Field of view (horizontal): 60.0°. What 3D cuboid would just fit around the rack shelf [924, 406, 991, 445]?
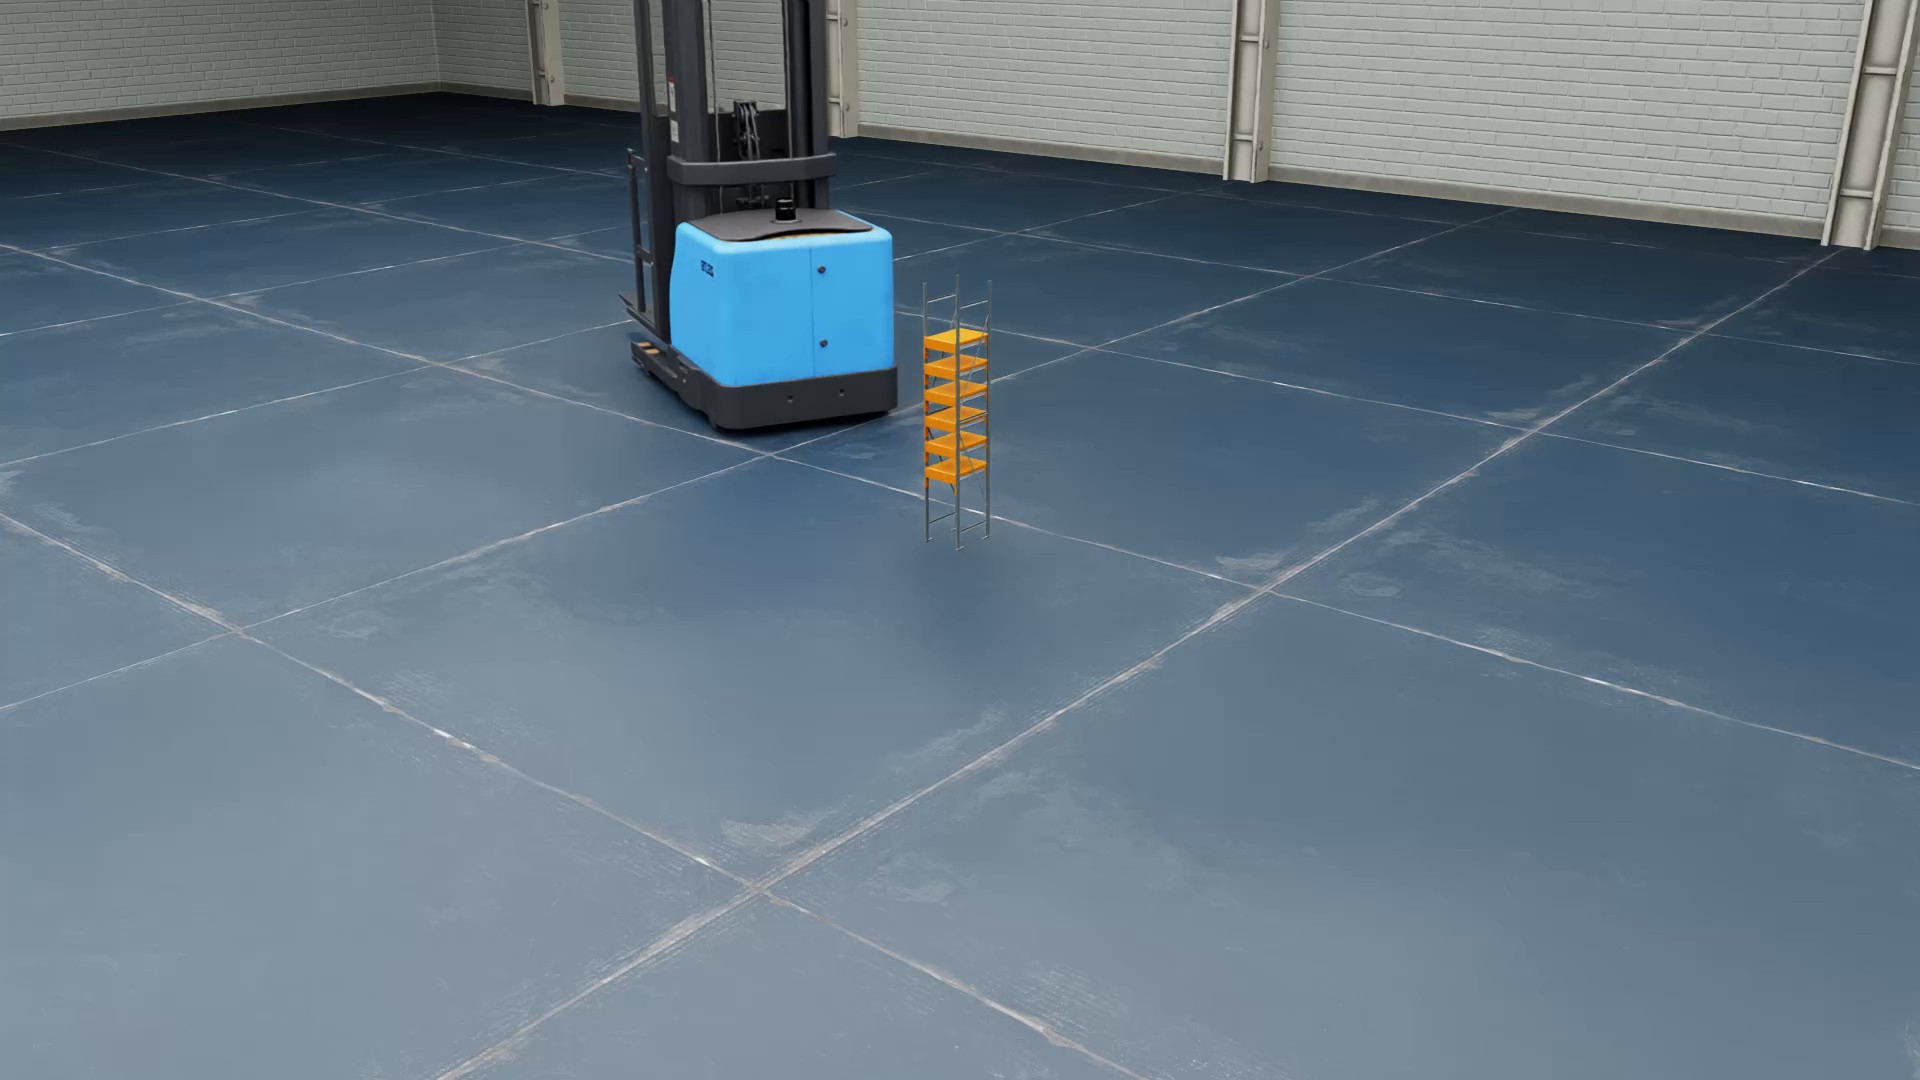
[{"bbox_3d":[-0.011,-0.523,7.481,0.180,0.103,0.258,16,26,36],"label":"rack shelf"}]

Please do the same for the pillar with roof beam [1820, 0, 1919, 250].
[{"bbox_3d":[5.024,-5.603,9.772,0.400,9.000,9.100,16,26,36],"label":"pillar with roof beam"}]

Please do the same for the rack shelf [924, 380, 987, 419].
[{"bbox_3d":[-0.011,-0.635,7.438,0.180,0.103,0.258,16,26,36],"label":"rack shelf"}]

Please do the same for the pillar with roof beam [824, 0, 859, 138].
[{"bbox_3d":[-4.273,-8.280,16.871,0.400,9.000,9.100,16,26,36],"label":"pillar with roof beam"}]

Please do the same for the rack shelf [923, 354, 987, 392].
[{"bbox_3d":[-0.011,-0.748,7.396,0.180,0.103,0.258,16,26,36],"label":"rack shelf"}]

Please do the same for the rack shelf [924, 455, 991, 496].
[{"bbox_3d":[-0.011,-0.298,7.565,0.180,0.103,0.258,16,26,36],"label":"rack shelf"}]

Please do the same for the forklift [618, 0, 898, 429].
[{"bbox_3d":[-1.437,-2.458,10.031,1.130,2.935,3.031,-9,23,-23],"label":"forklift"}]

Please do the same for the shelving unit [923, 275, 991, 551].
[{"bbox_3d":[-0.011,-0.565,7.465,0.189,1.200,0.258,16,26,36],"label":"shelving unit"}]

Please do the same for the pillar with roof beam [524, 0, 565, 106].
[{"bbox_3d":[-8.922,-9.618,20.421,0.400,9.000,9.100,16,26,36],"label":"pillar with roof beam"}]

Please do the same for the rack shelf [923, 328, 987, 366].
[{"bbox_3d":[-0.011,-0.860,7.354,0.180,0.103,0.258,16,26,36],"label":"rack shelf"}]

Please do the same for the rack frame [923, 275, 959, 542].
[{"bbox_3d":[-0.082,-0.585,7.519,0.006,1.200,0.240,16,26,36],"label":"rack frame"}]

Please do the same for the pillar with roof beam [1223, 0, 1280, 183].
[{"bbox_3d":[0.375,-6.941,13.321,0.400,9.000,9.100,16,26,36],"label":"pillar with roof beam"}]

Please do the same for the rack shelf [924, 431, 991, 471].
[{"bbox_3d":[-0.011,-0.411,7.523,0.180,0.103,0.258,16,26,36],"label":"rack shelf"}]

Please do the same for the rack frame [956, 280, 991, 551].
[{"bbox_3d":[0.060,-0.544,7.411,0.006,1.200,0.240,16,26,36],"label":"rack frame"}]
